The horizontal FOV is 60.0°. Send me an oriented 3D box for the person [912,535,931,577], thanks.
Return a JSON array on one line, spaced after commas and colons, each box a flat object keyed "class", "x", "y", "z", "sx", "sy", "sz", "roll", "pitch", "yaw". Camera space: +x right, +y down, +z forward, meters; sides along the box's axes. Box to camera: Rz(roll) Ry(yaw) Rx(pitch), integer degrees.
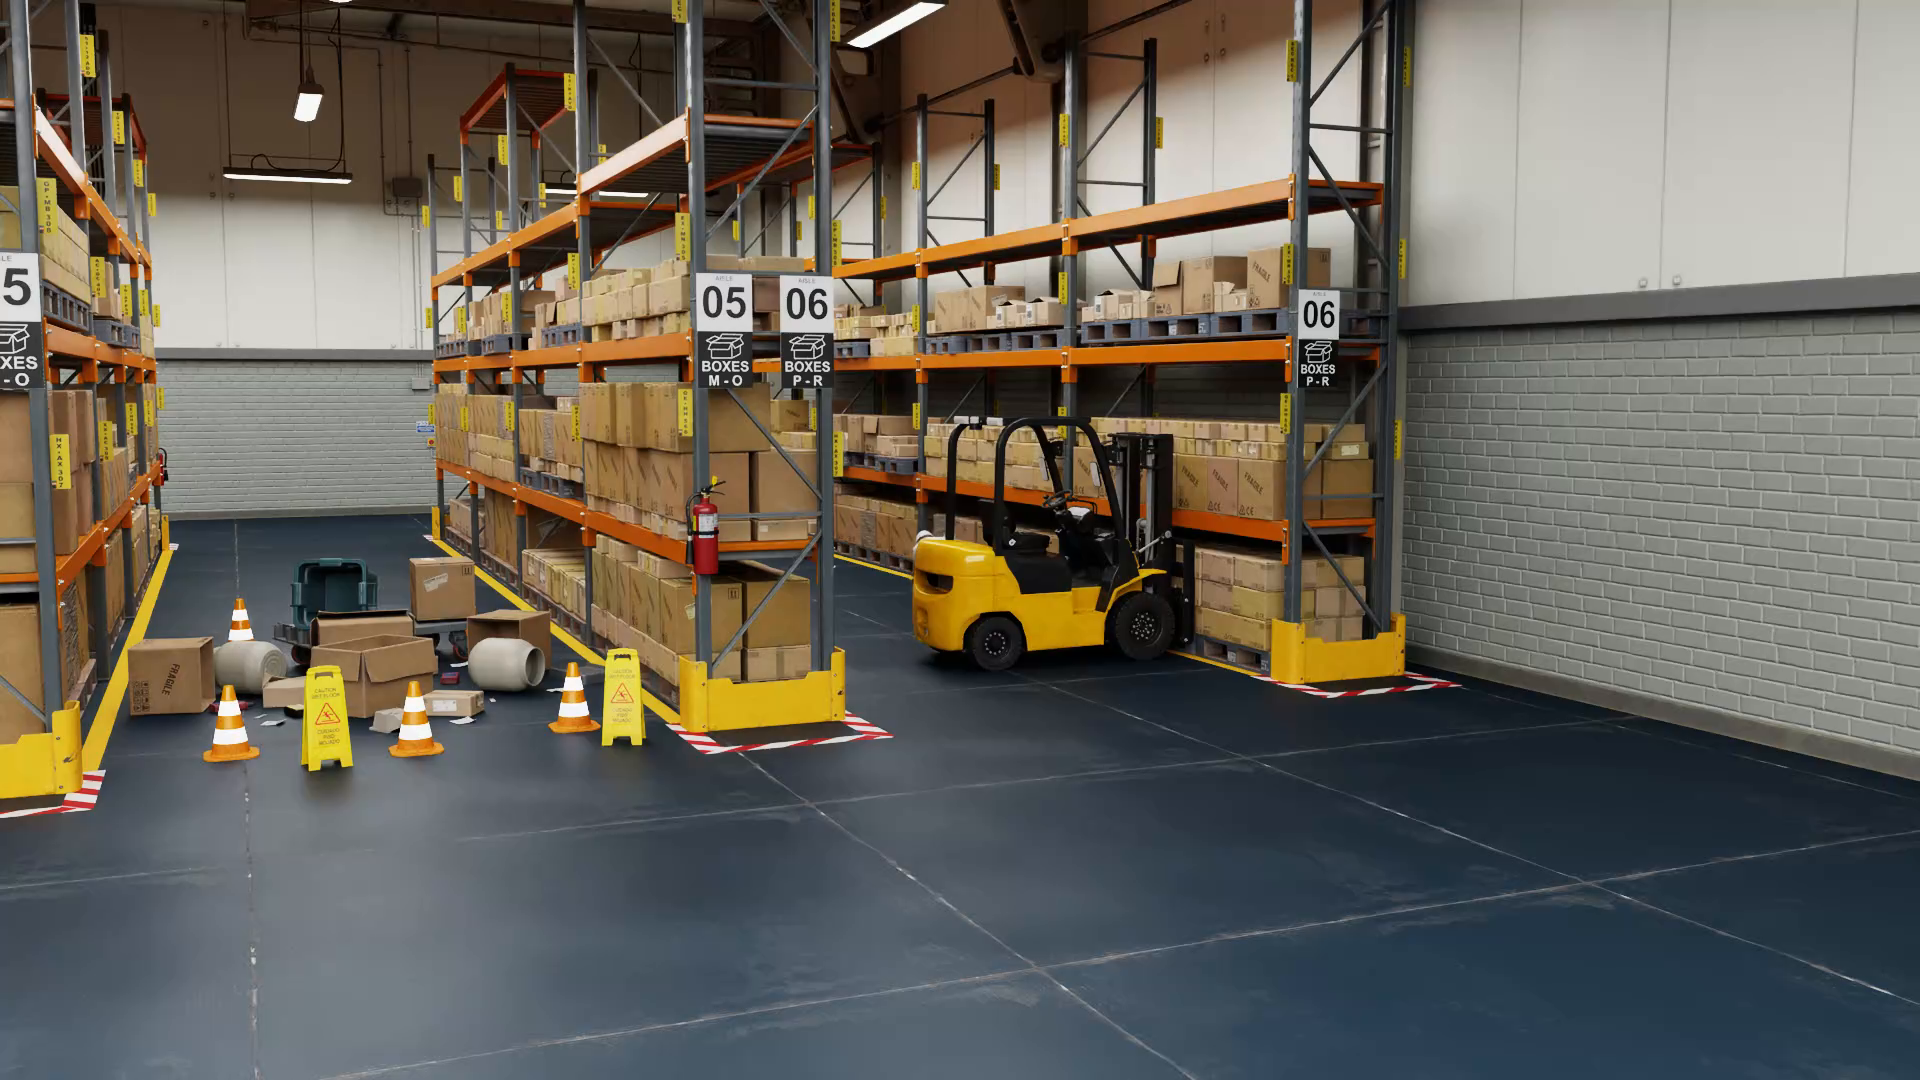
[{"class": "person", "x": -0.220, "y": 0.414, "z": 17.952, "sx": 0.566, "sy": 0.876, "sz": 0.937, "roll": -2, "pitch": 6, "yaw": -24}]
